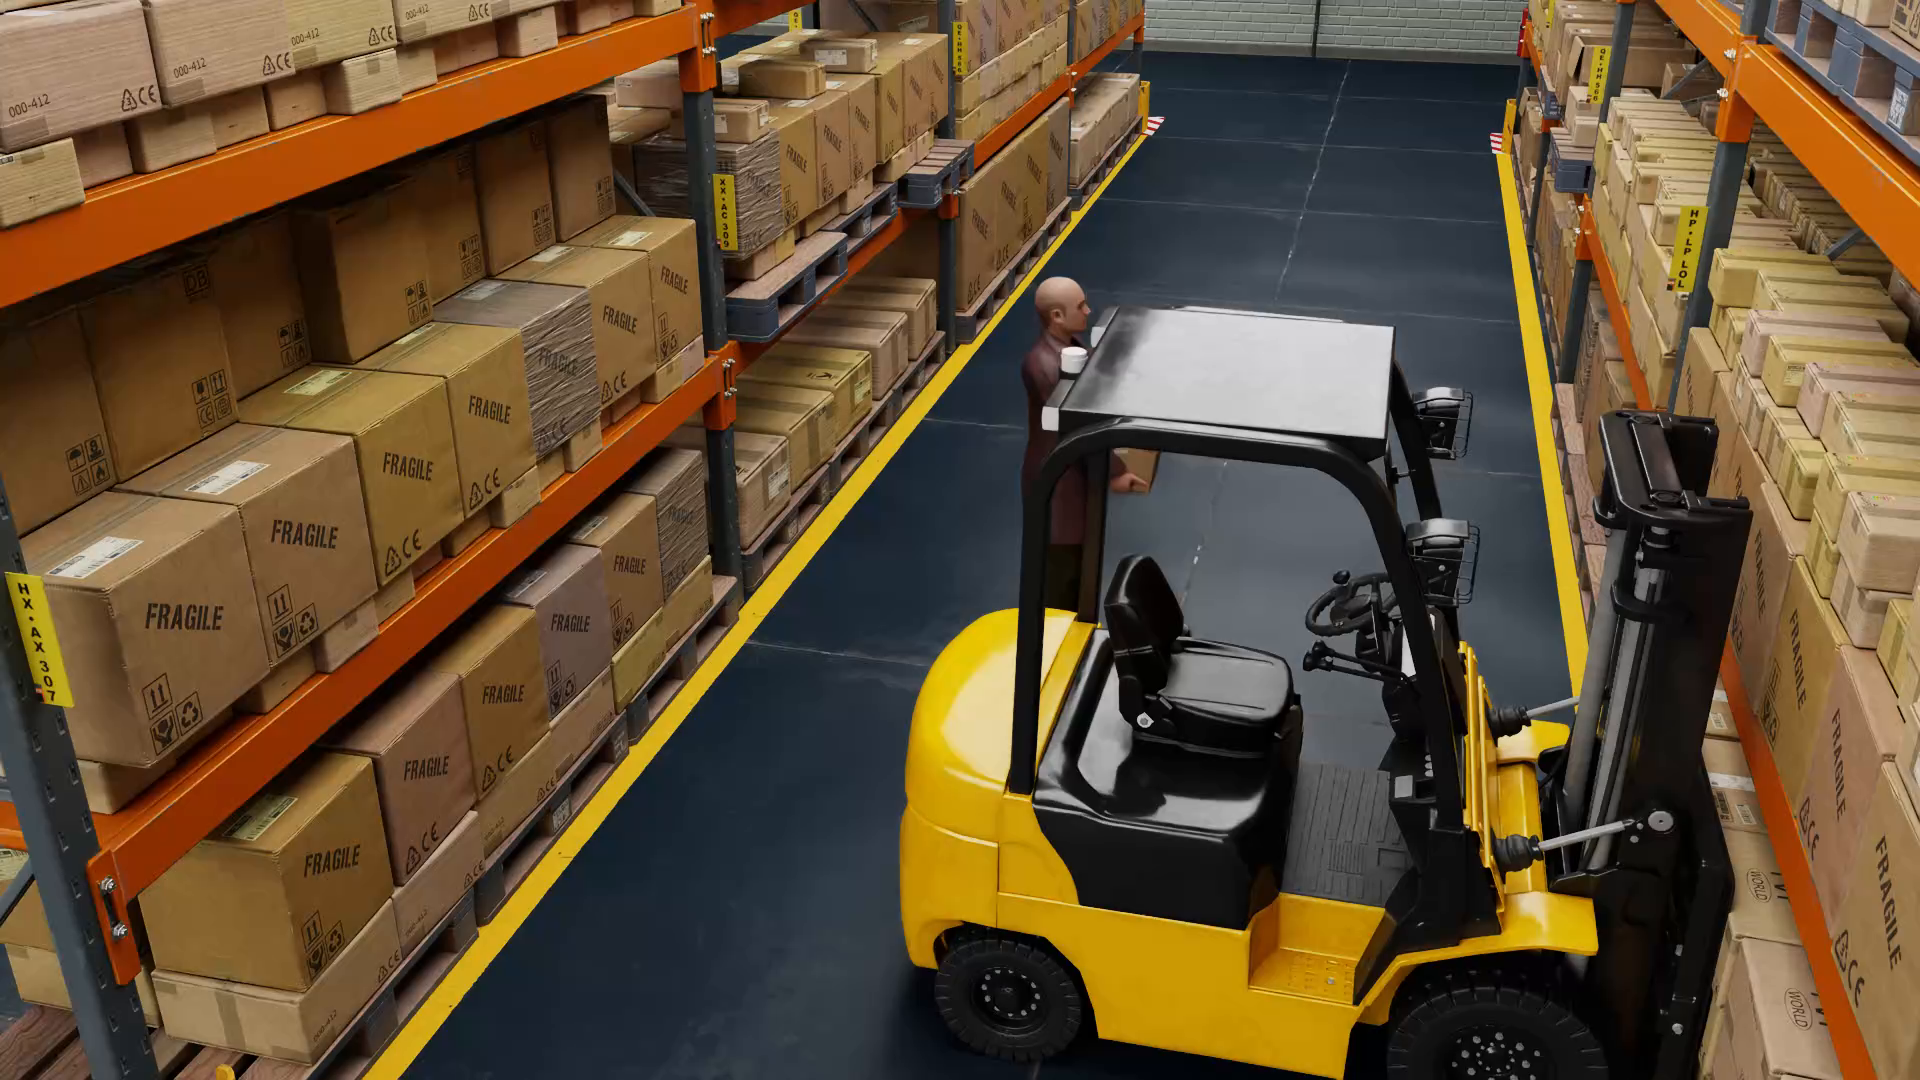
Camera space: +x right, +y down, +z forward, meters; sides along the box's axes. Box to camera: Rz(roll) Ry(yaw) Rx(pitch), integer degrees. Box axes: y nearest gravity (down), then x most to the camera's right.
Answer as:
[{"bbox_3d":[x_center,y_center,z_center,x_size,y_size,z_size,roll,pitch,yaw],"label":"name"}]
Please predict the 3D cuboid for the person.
[{"bbox_3d":[0.549,-0.255,7.176,0.553,1.779,0.524,6,26,13],"label":"person"}]
